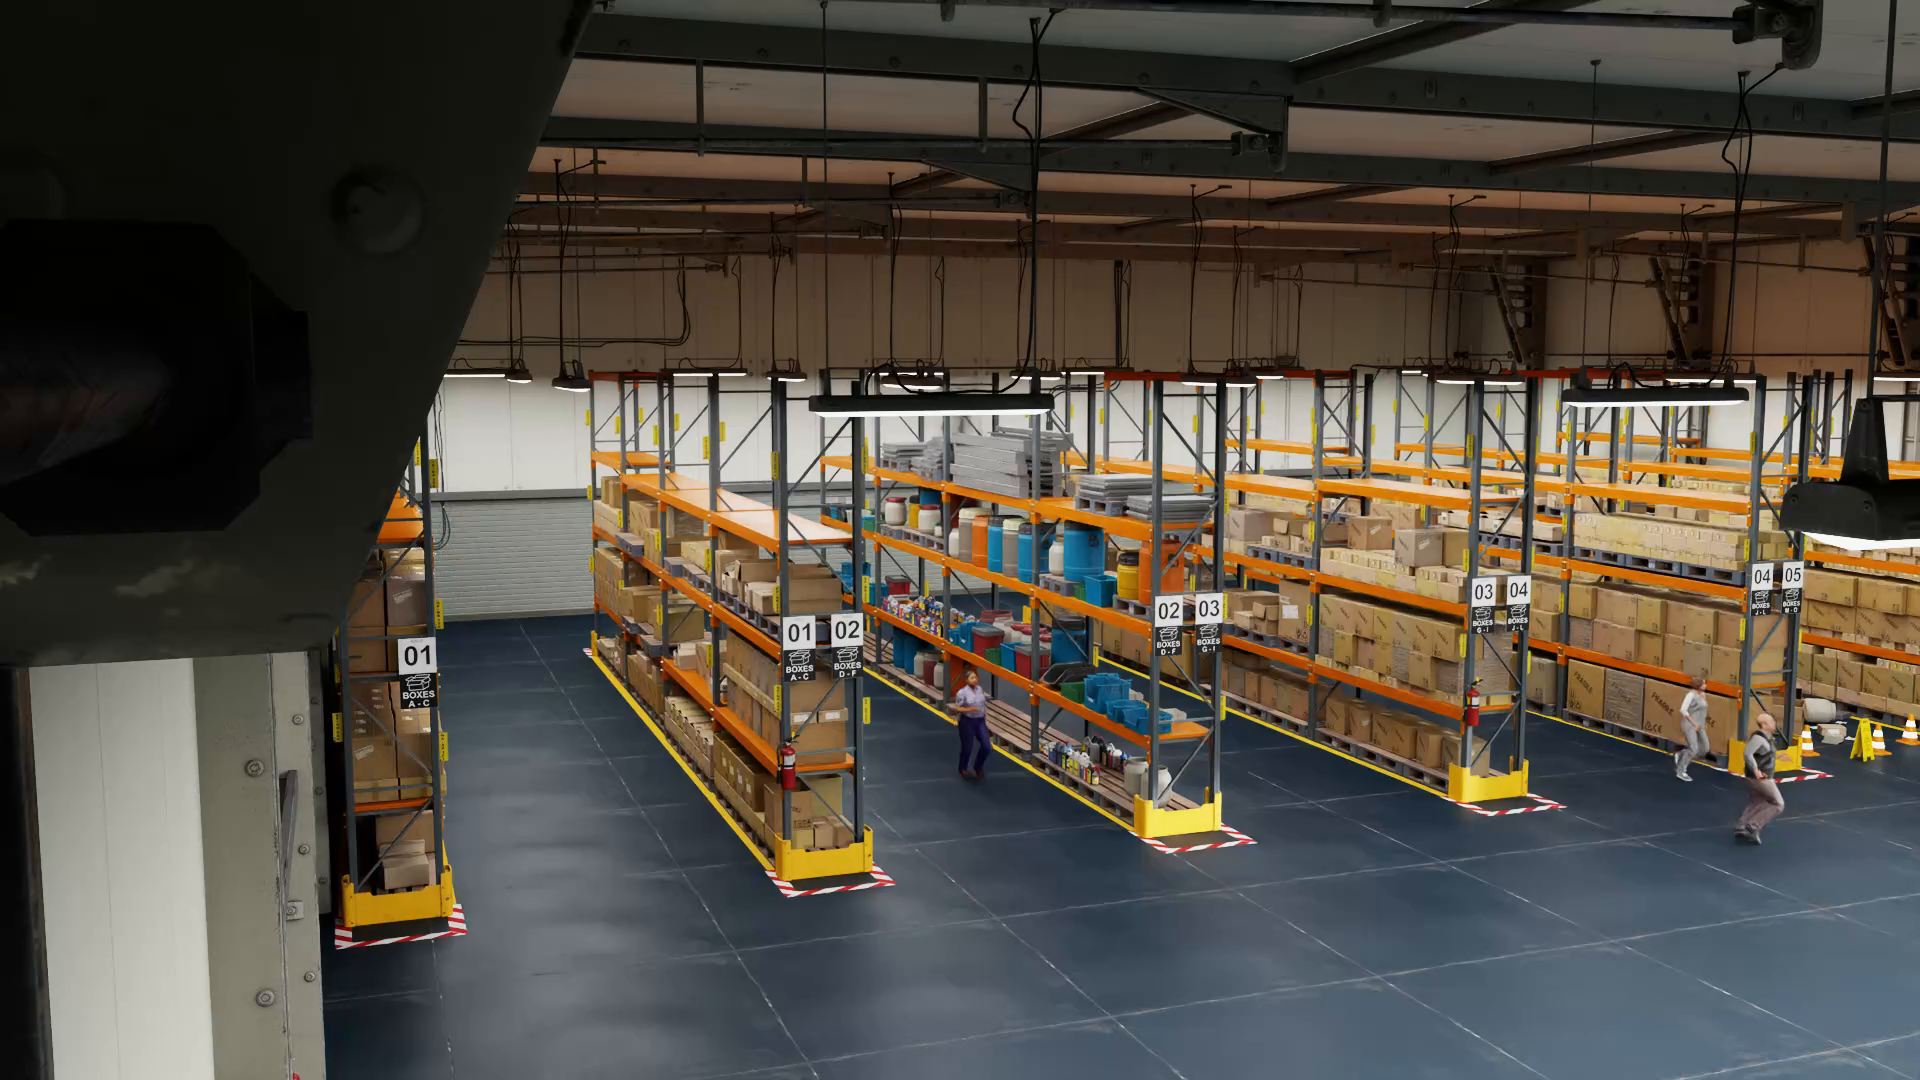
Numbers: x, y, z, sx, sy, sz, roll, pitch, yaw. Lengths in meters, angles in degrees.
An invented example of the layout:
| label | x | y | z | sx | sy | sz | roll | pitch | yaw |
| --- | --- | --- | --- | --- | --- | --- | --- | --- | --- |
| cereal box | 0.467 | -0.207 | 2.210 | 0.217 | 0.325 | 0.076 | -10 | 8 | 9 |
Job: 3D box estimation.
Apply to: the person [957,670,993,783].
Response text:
| label | x | y | z | sx | sy | sz | roll | pitch | yaw |
| --- | --- | --- | --- | --- | --- | --- | --- | --- | --- |
| person | 0.214 | 2.775 | 24.681 | 0.587 | 1.696 | 0.691 | -3 | 7 | -28 |

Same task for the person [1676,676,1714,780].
| label | x | y | z | sx | sy | sz | roll | pitch | yaw |
| --- | --- | --- | --- | --- | --- | --- | --- | --- | --- |
| person | 11.032 | 2.804 | 24.820 | 0.600 | 1.544 | 0.464 | -5 | 8 | -37 |

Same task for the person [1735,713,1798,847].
| label | x | y | z | sx | sy | sz | roll | pitch | yaw |
| --- | --- | --- | --- | --- | --- | --- | --- | --- | --- |
| person | 10.451 | 3.095 | 21.521 | 0.709 | 1.742 | 0.631 | 2 | 7 | 18 |
